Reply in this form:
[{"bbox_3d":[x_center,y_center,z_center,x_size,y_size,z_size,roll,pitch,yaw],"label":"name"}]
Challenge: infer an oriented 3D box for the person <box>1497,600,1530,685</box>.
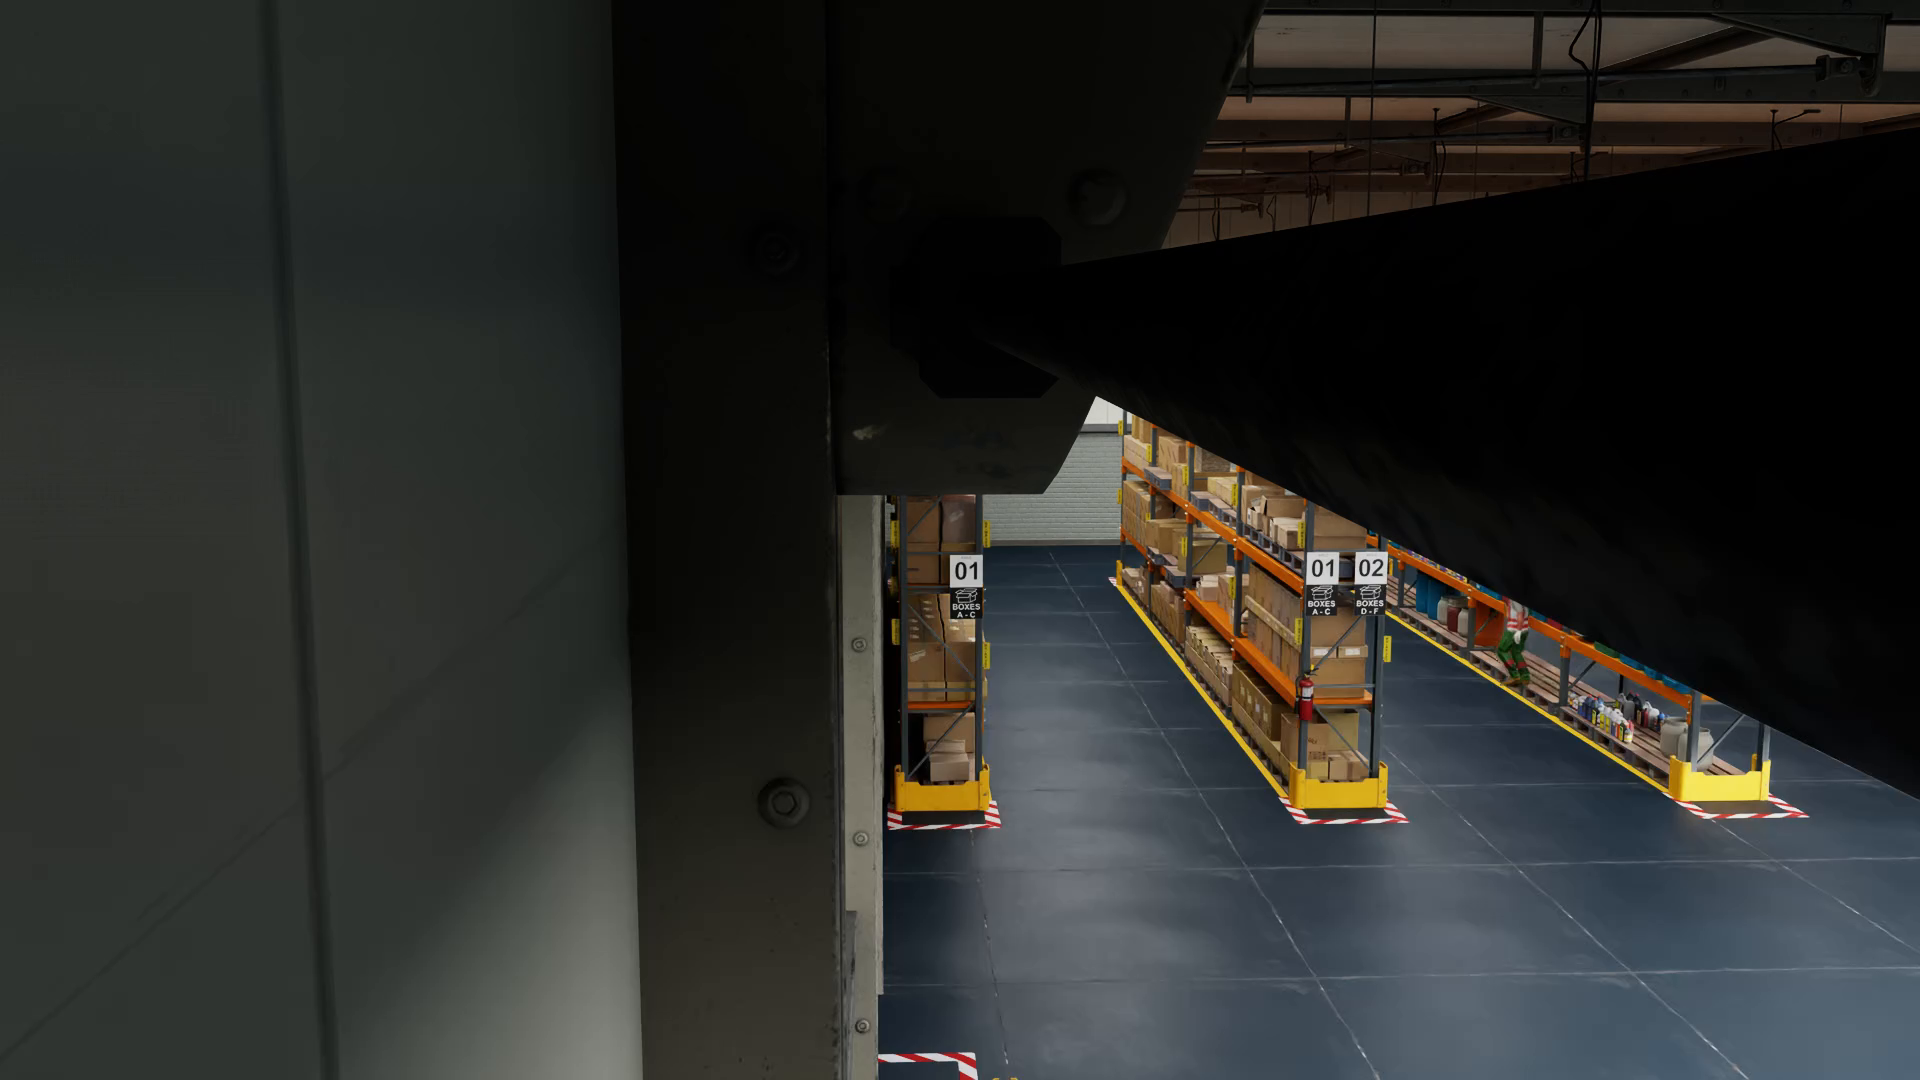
[{"bbox_3d":[8.820,1.427,26.290,0.549,1.754,0.495,-8,12,-43],"label":"person"}]
